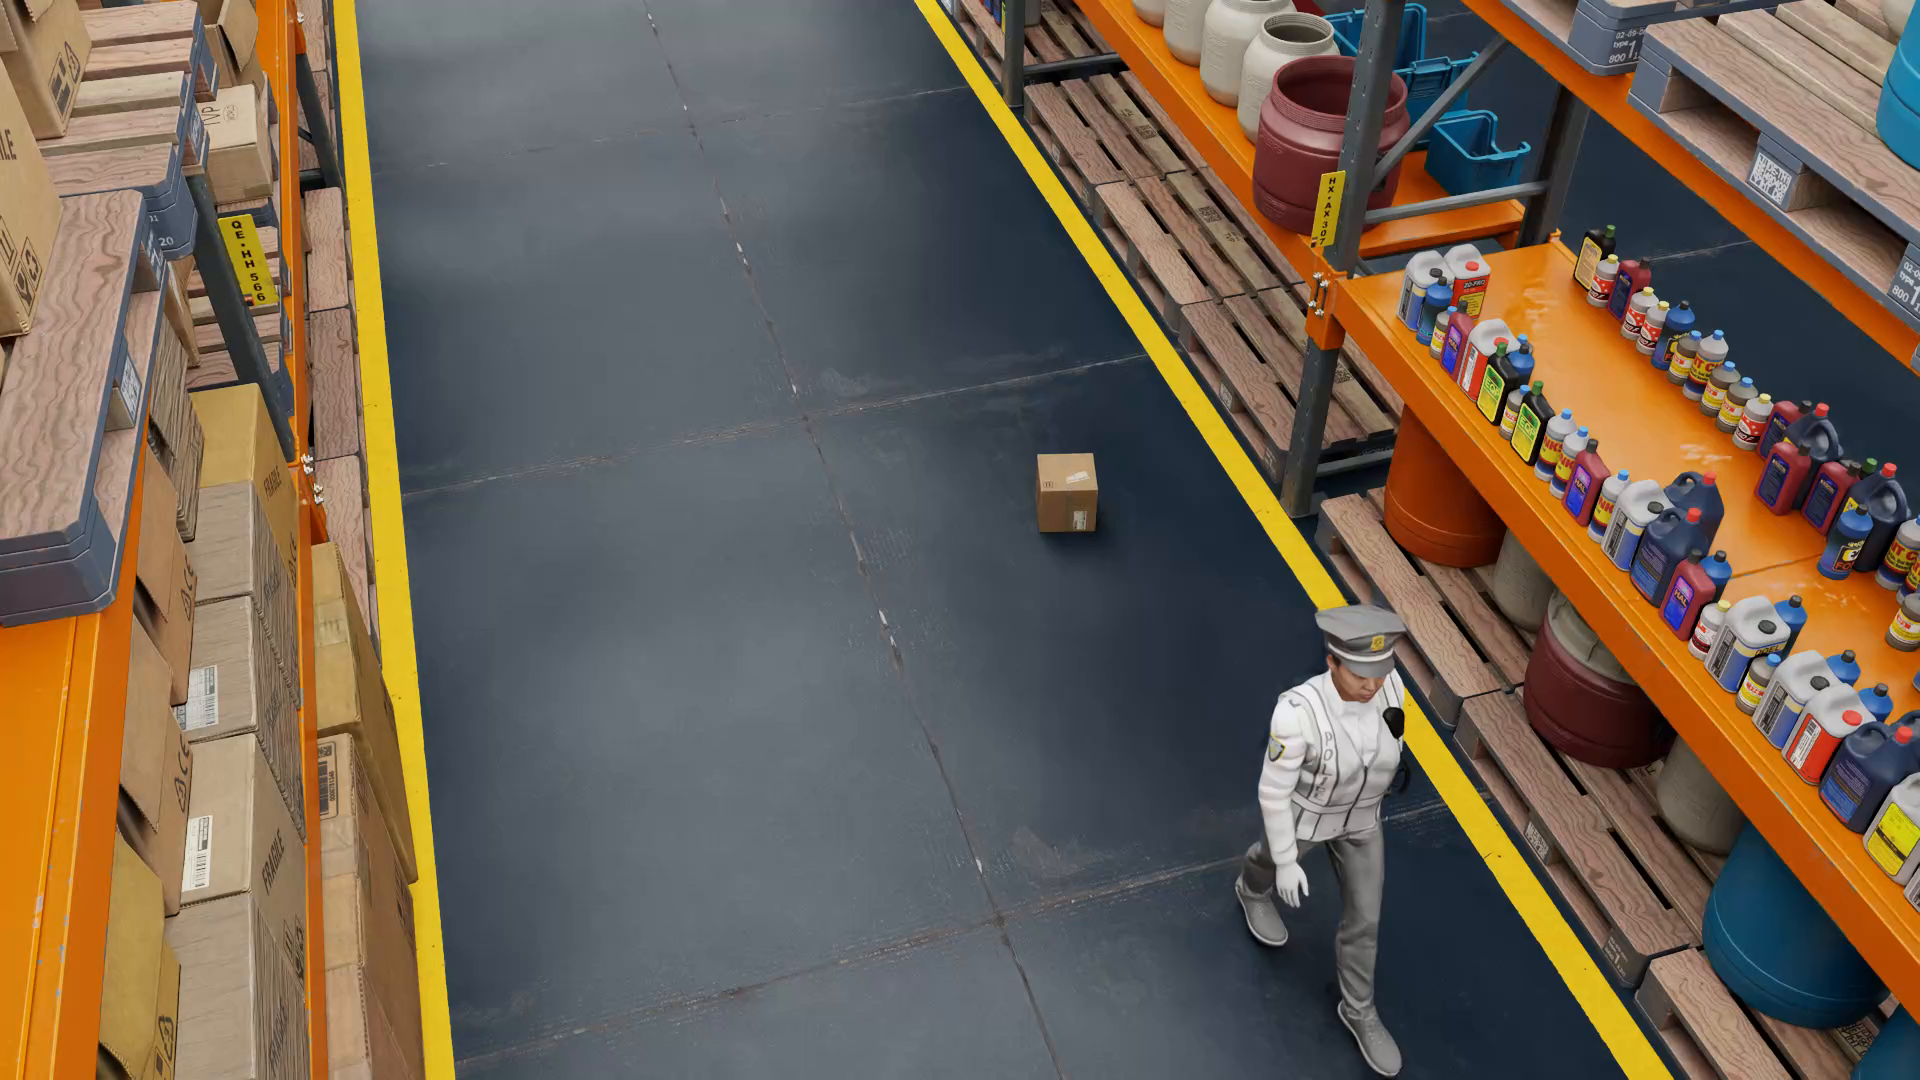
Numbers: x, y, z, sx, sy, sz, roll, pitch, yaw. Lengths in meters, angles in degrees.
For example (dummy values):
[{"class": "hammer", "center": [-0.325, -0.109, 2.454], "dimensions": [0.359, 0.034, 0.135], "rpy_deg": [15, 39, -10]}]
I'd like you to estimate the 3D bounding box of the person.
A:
[{"class": "person", "center": [1.160, 0.906, 5.147], "dimensions": [0.525, 1.686, 0.830], "rpy_deg": [-12, 44, -13]}]
